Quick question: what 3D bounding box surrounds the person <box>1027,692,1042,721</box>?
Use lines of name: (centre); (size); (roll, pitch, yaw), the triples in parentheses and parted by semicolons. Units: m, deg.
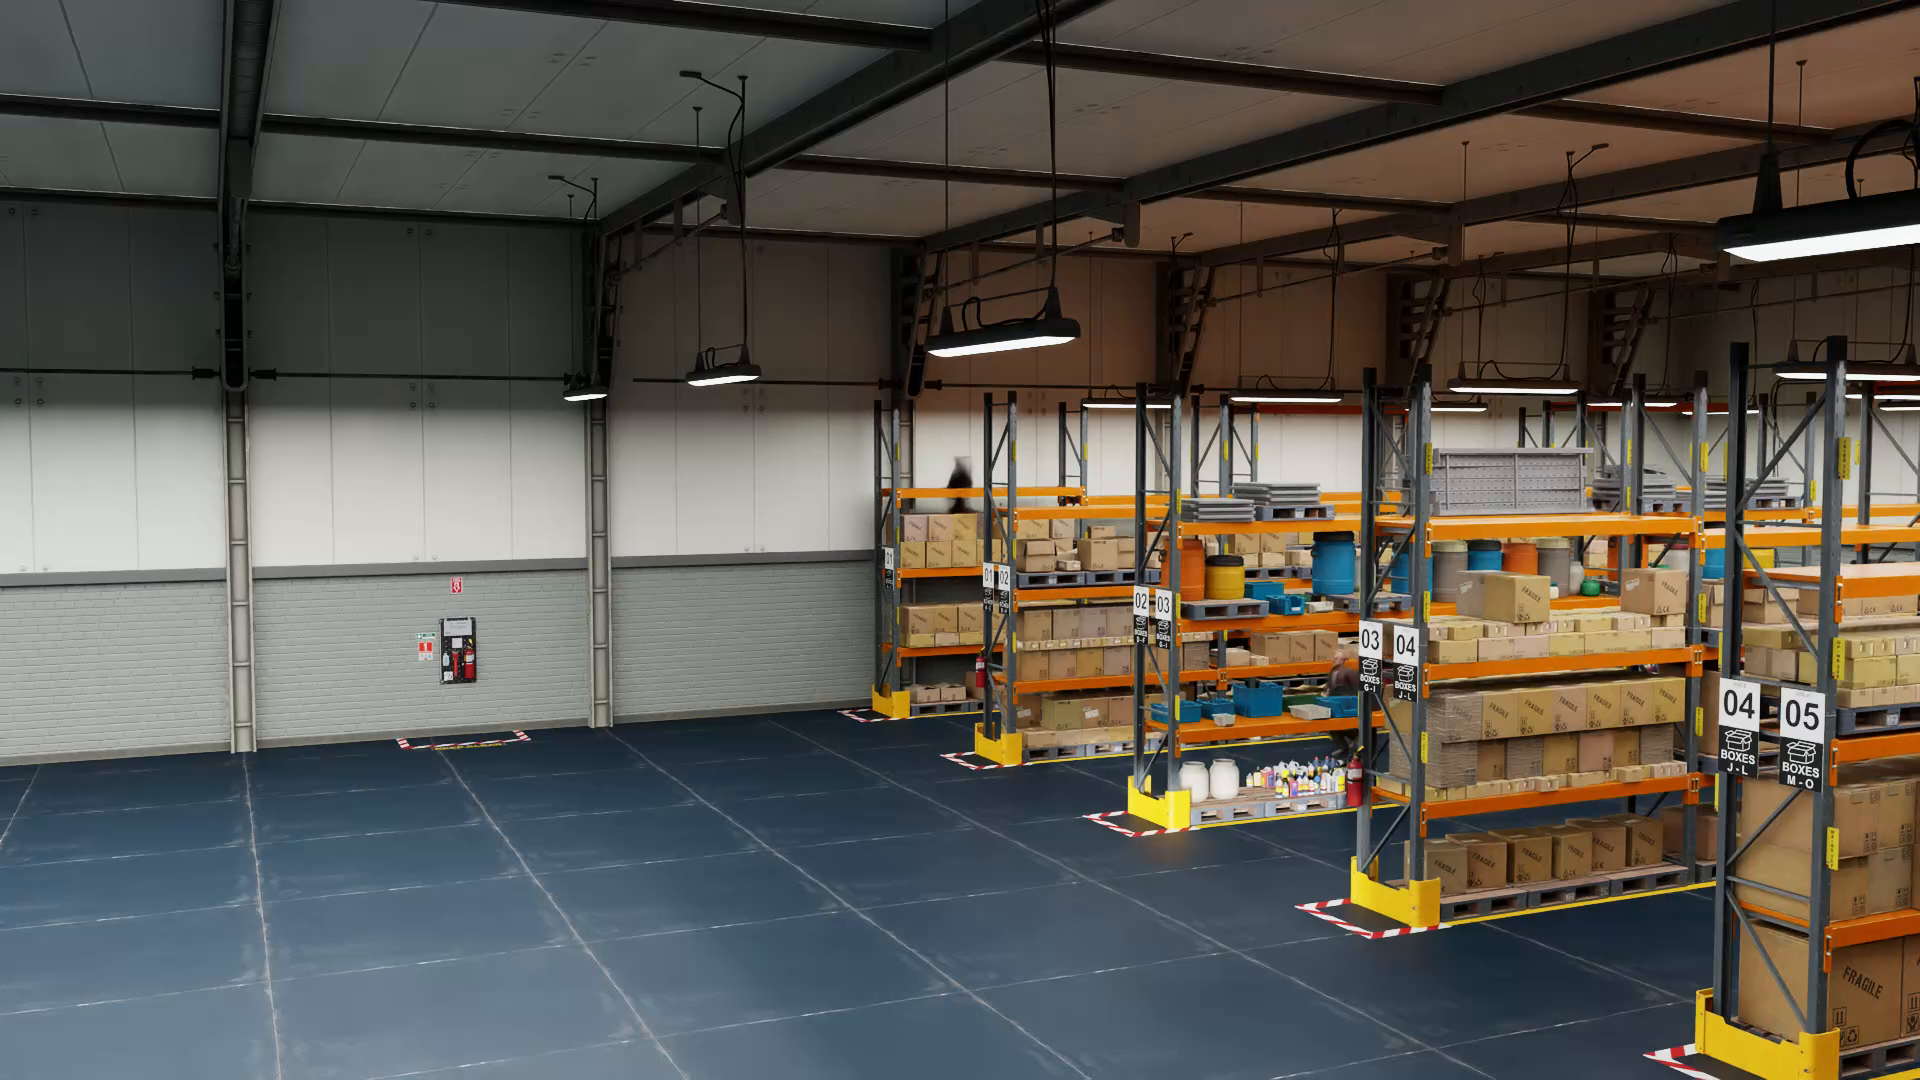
person: (1.268, 2.572, 29.483); (0.801, 1.787, 0.680); (-1, 4, -22)

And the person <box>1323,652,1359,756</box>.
person: (6.295, 2.705, 27.468); (0.663, 1.716, 0.700); (-2, 4, -32)
